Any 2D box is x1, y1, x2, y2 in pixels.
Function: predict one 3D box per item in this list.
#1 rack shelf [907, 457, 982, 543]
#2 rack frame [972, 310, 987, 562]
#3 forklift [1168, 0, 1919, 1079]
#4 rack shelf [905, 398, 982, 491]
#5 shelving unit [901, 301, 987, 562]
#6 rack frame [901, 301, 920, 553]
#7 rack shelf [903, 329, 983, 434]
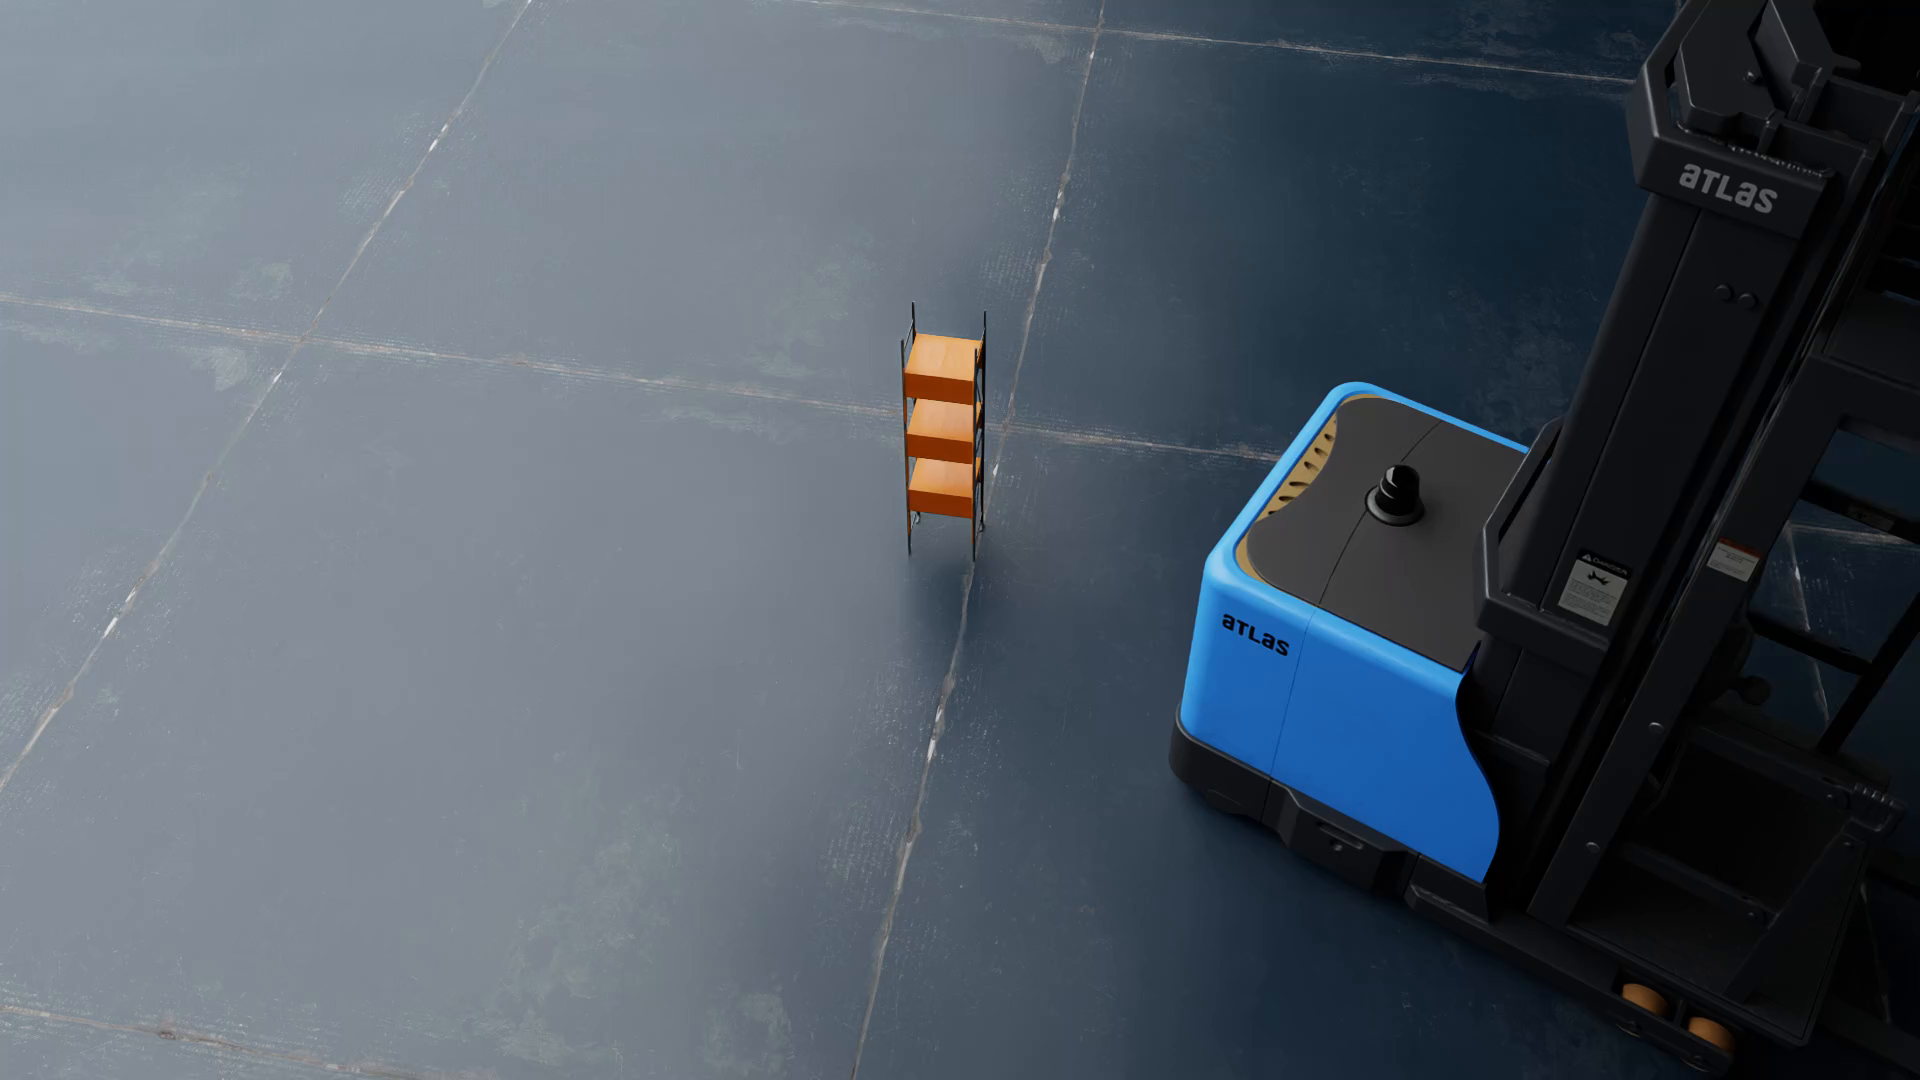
[{"bbox_3d":[-0.053,-0.165,6.080,0.240,0.259,0.215,8,49,7],"label":"rack shelf"},{"bbox_3d":[0.067,-0.342,5.851,0.008,1.050,0.200,8,49,7],"label":"rack frame"},{"bbox_3d":[2.202,0.113,4.178,3.031,2.935,1.130,26,53,22],"label":"forklift"},{"bbox_3d":[-0.053,-0.351,5.874,0.240,0.259,0.215,8,49,7],"label":"rack shelf"},{"bbox_3d":[-0.053,-0.358,5.866,0.252,1.050,0.215,8,49,7],"label":"shelving unit"},{"bbox_3d":[-0.173,-0.374,5.880,0.008,1.050,0.200,8,49,7],"label":"rack frame"},{"bbox_3d":[-0.053,-0.541,5.663,0.240,0.259,0.215,8,49,7],"label":"rack shelf"}]
